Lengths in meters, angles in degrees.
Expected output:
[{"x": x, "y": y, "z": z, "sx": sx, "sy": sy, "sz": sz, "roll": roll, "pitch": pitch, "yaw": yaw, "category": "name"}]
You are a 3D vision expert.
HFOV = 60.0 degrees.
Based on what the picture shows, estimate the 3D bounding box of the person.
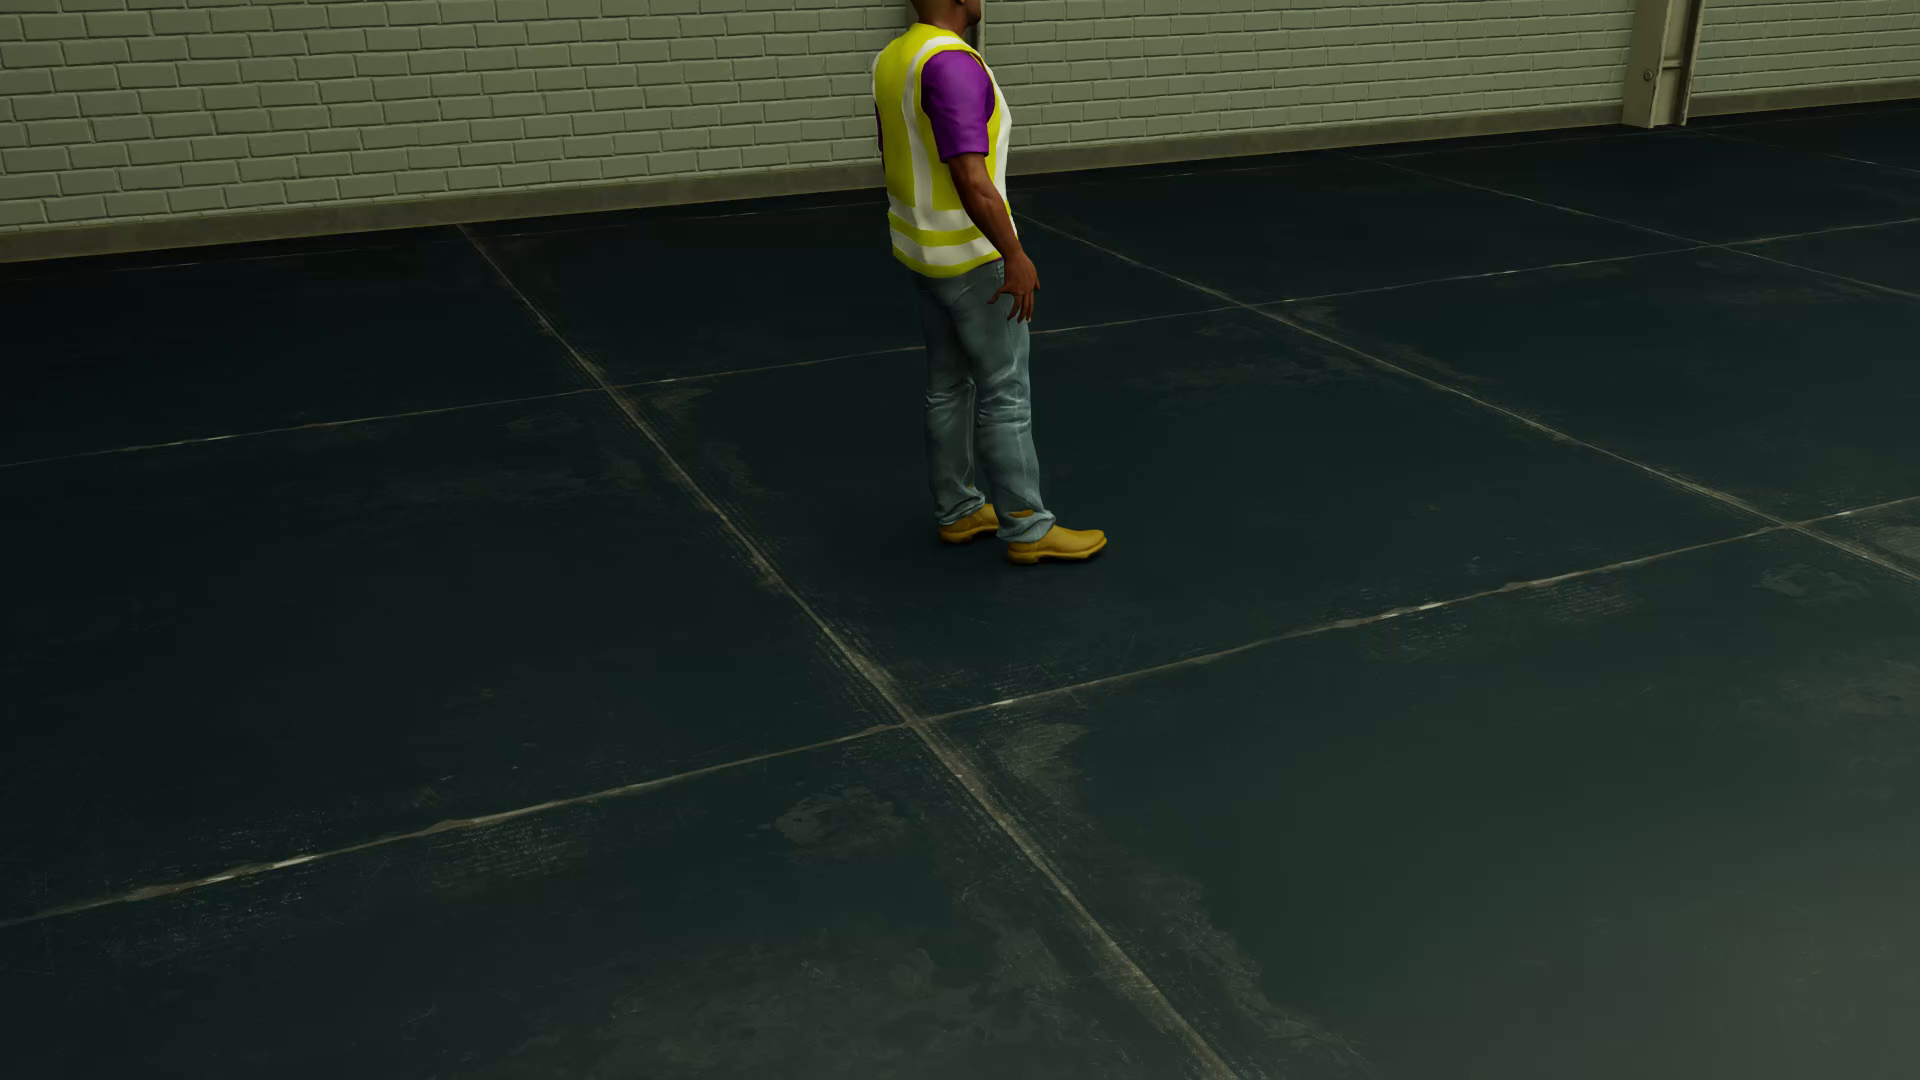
[{"x": 0.065, "y": -0.831, "z": 4.787, "sx": 0.577, "sy": 1.765, "sz": 0.665, "roll": -10, "pitch": 25, "yaw": -23, "category": "person"}]
